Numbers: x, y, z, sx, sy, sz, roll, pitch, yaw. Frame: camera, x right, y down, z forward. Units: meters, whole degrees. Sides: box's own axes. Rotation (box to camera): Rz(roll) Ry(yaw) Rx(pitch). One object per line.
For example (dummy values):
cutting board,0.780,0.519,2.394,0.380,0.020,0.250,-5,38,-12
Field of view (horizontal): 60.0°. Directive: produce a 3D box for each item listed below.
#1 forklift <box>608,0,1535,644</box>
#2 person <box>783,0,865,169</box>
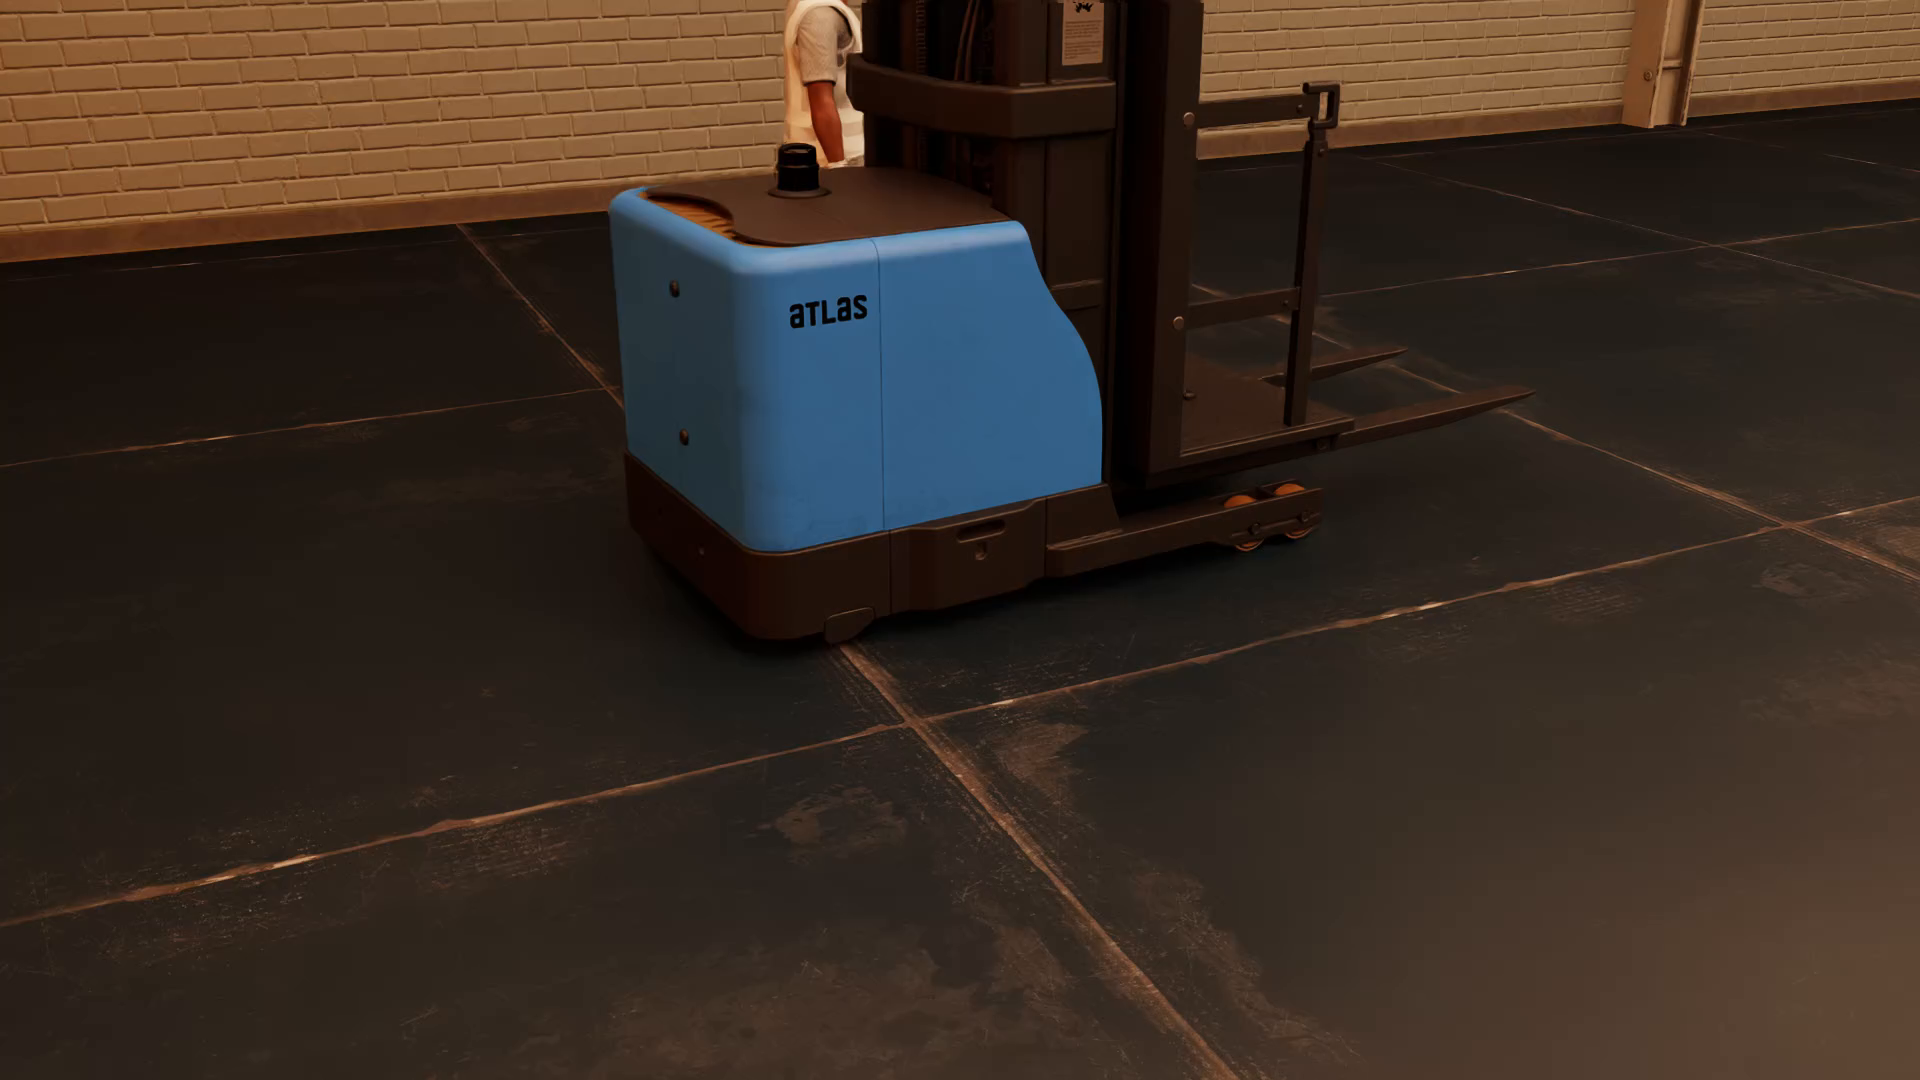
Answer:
forklift,0.527,-1.481,4.852,3.031,2.935,1.130,-13,26,-28
person,-0.453,-1.461,6.324,0.418,1.768,0.770,-4,23,-10
